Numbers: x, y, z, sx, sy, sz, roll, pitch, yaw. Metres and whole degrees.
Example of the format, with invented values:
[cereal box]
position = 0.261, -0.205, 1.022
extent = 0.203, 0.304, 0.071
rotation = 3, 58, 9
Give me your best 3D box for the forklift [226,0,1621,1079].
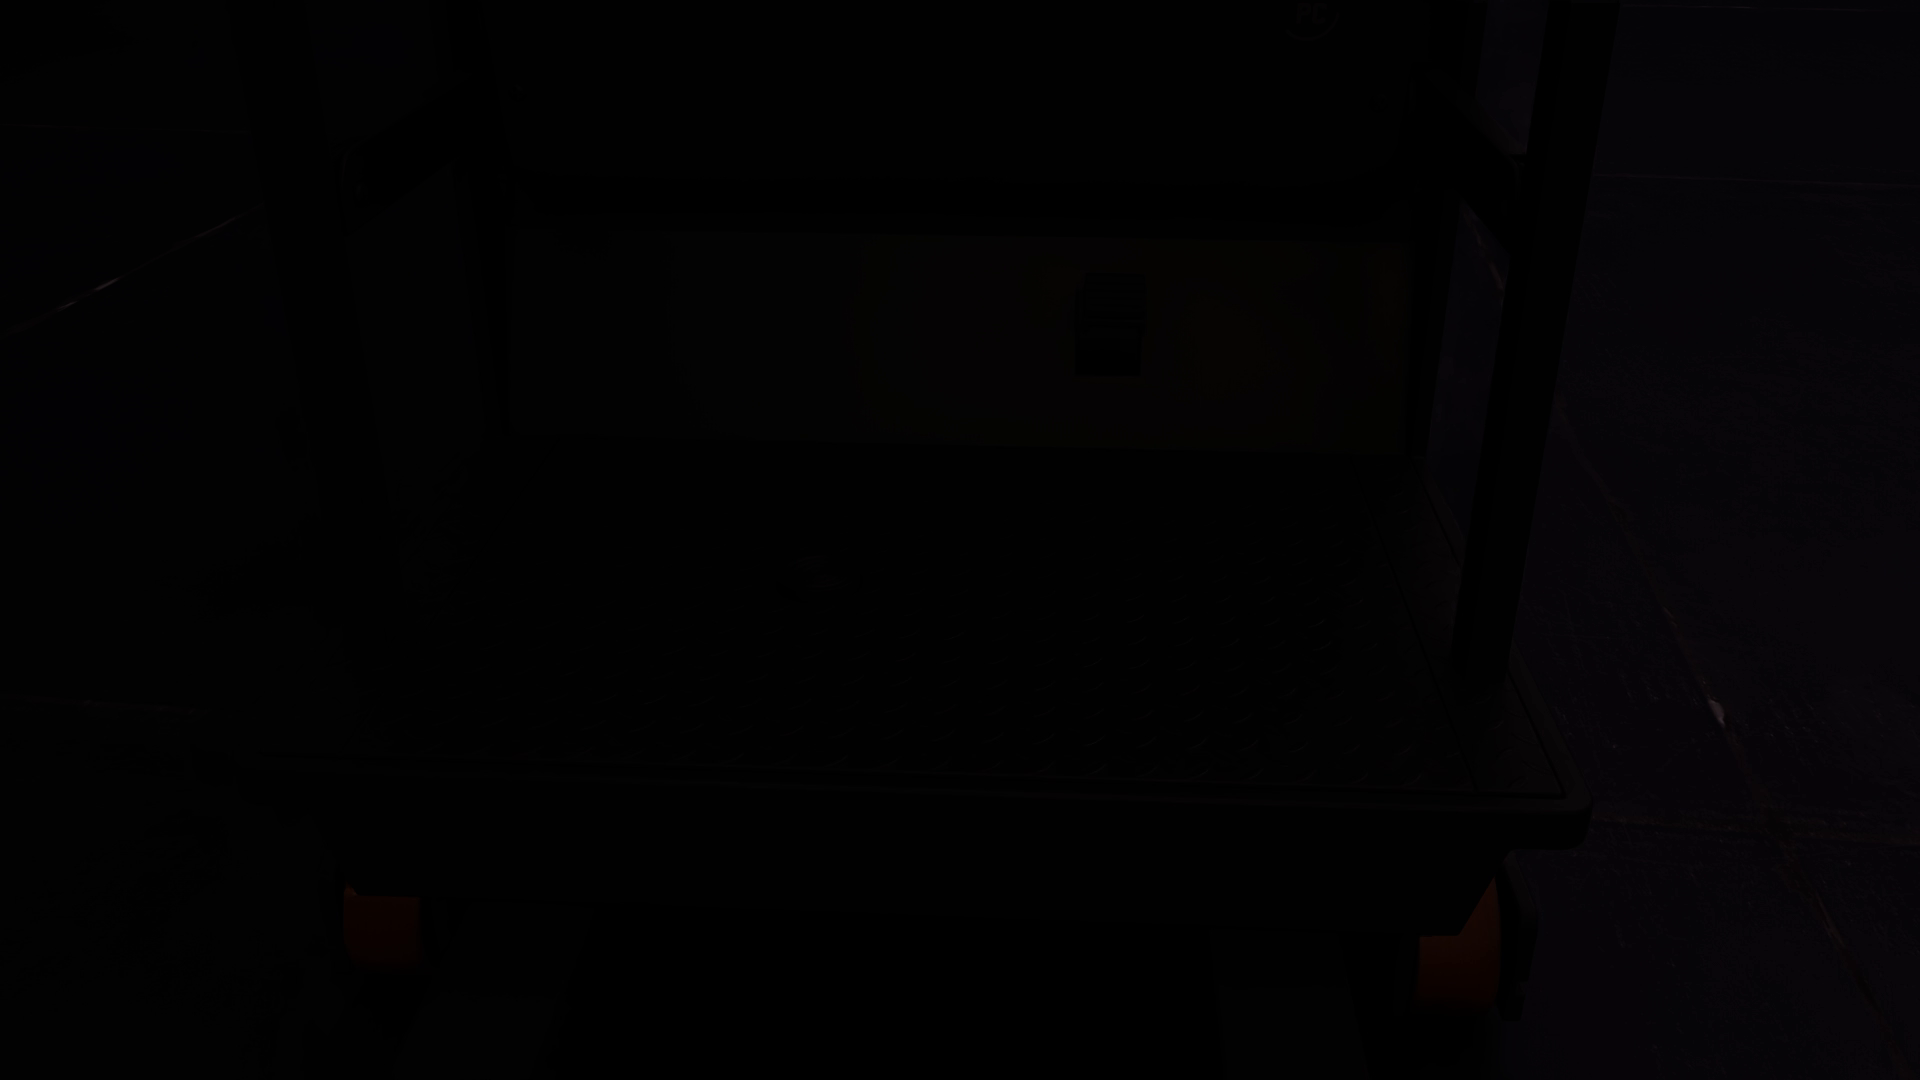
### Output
[forklift]
position = -0.023, -1.008, 1.237
extent = 1.130, 2.935, 3.031
rotation = 1, 27, 3
